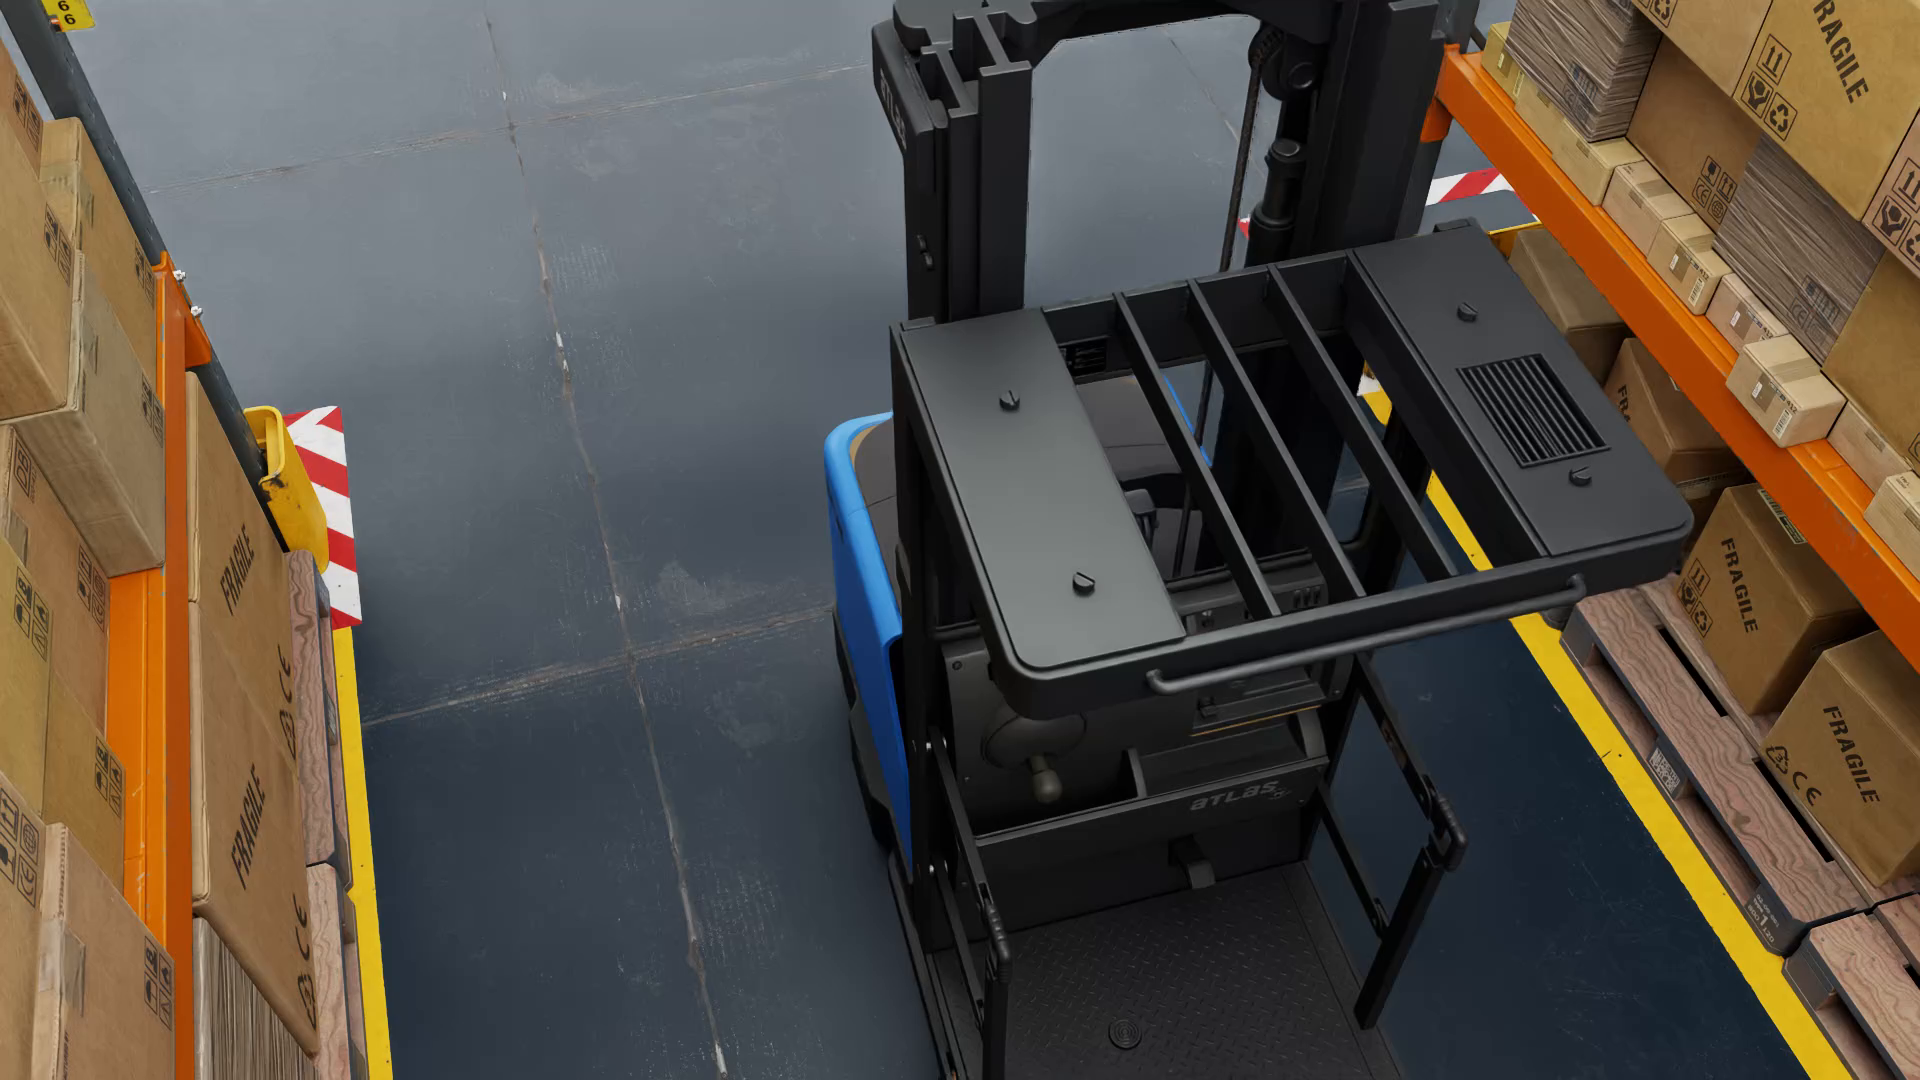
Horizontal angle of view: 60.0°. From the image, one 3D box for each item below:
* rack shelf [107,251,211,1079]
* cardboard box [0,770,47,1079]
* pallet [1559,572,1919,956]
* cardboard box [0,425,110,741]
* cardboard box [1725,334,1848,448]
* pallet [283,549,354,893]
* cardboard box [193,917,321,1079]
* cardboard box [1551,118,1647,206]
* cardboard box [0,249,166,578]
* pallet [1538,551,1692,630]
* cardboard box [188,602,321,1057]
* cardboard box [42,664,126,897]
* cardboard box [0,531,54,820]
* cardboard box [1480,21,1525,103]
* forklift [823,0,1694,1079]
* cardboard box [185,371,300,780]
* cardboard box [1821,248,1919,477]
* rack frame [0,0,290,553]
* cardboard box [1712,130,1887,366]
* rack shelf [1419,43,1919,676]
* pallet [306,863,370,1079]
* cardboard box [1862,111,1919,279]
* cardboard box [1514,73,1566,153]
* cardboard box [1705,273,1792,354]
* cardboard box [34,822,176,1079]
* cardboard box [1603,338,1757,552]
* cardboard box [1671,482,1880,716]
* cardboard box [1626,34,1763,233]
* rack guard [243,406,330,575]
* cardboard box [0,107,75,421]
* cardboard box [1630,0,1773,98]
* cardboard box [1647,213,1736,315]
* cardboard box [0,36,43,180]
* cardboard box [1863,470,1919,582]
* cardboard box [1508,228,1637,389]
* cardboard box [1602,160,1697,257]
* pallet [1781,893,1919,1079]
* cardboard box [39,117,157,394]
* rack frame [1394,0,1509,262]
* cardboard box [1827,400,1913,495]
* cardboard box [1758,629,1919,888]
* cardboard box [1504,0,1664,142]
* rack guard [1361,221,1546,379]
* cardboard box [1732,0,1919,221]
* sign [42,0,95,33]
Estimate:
[{"bbox_3d":[-2.150,0.870,3.525,1.077,0.370,4.000,-13,51,-11],"label":"rack shelf"},{"bbox_3d":[-1.936,0.624,2.458,0.875,0.550,0.550,-13,51,-11],"label":"cardboard box"},{"bbox_3d":[2.613,0.575,5.127,1.003,0.211,1.213,-13,51,-11],"label":"pallet"},{"bbox_3d":[-2.359,0.224,3.501,0.875,0.550,0.550,-13,51,-11],"label":"cardboard box"},{"bbox_3d":[2.235,-0.410,4.298,0.380,0.149,0.250,-13,51,-11],"label":"cardboard box"},{"bbox_3d":[-2.430,0.642,5.071,1.003,0.211,1.213,-13,51,-11],"label":"pallet"},{"bbox_3d":[-1.947,1.515,3.626,0.875,0.875,0.875,-13,51,-11],"label":"cardboard box"},{"bbox_3d":[1.999,-1.154,4.926,0.380,0.149,0.250,-13,51,-11],"label":"cardboard box"},{"bbox_3d":[-2.404,-0.214,3.870,0.875,0.550,0.550,-13,51,-11],"label":"cardboard box"},{"bbox_3d":[2.256,-0.315,5.877,1.003,0.211,1.213,-13,51,-11],"label":"pallet"},{"bbox_3d":[-2.215,0.849,4.187,0.875,0.875,0.875,-14,51,-12],"label":"cardboard box"},{"bbox_3d":[-2.163,0.602,3.183,0.875,0.550,0.500,-13,51,-11],"label":"cardboard box"},{"bbox_3d":[-2.101,0.239,2.782,0.875,0.550,0.500,-13,51,-11],"label":"cardboard box"},{"bbox_3d":[1.884,-1.527,5.240,0.380,0.149,0.250,-13,51,-11],"label":"cardboard box"},{"bbox_3d":[0.483,0.415,3.483,1.130,2.935,3.031,-12,51,-10],"label":"forklift"},{"bbox_3d":[-2.477,0.207,4.729,0.875,0.875,0.875,-13,51,-11],"label":"cardboard box"},{"bbox_3d":[2.669,-0.510,3.958,0.875,0.500,0.500,-13,51,-11],"label":"cardboard box"},{"bbox_3d":[-2.741,-0.823,4.482,1.000,3.000,0.127,-13,51,-11],"label":"rack frame"},{"bbox_3d":[2.533,-0.878,4.268,0.875,0.500,0.500,-13,51,-11],"label":"cardboard box"},{"bbox_3d":[2.619,-0.178,4.409,1.077,0.370,4.000,-13,51,-11],"label":"rack shelf"},{"bbox_3d":[-2.073,1.532,4.321,1.003,0.211,1.213,-13,51,-11],"label":"pallet"},{"bbox_3d":[2.373,-0.762,3.517,0.500,0.500,0.500,-13,51,-11],"label":"cardboard box"},{"bbox_3d":[1.939,-1.340,5.082,0.380,0.149,0.250,-13,51,-11],"label":"cardboard box"},{"bbox_3d":[2.260,-0.616,4.472,0.380,0.149,0.250,-13,51,-11],"label":"cardboard box"},{"bbox_3d":[-1.910,0.966,2.876,0.875,0.550,0.550,-13,51,-11],"label":"cardboard box"},{"bbox_3d":[2.405,-0.311,5.411,0.500,0.500,0.500,-2,50,-1],"label":"cardboard box"},{"bbox_3d":[2.572,0.150,5.022,0.500,0.500,0.500,-9,50,-8],"label":"cardboard box"},{"bbox_3d":[2.426,-1.253,4.584,0.875,0.500,0.500,-13,51,-11],"label":"cardboard box"},{"bbox_3d":[-2.748,-0.035,5.452,1.175,0.500,0.348,-13,51,-11],"label":"rack guard"},{"bbox_3d":[-2.417,-0.559,3.455,0.875,0.550,0.550,-13,51,-11],"label":"cardboard box"},{"bbox_3d":[2.071,-1.491,4.131,0.500,0.500,0.500,-13,51,-11],"label":"cardboard box"},{"bbox_3d":[2.160,-0.792,4.620,0.380,0.149,0.250,-13,51,-11],"label":"cardboard box"},{"bbox_3d":[-2.668,-0.939,3.776,0.875,0.550,0.550,-13,51,-11],"label":"cardboard box"},{"bbox_3d":[2.436,-0.057,4.001,0.380,0.149,0.250,-13,51,-11],"label":"cardboard box"},{"bbox_3d":[2.196,-0.740,5.772,0.500,0.500,0.500,-5,50,-4],"label":"cardboard box"},{"bbox_3d":[2.093,-0.977,4.776,0.380,0.149,0.250,-13,51,-11],"label":"cardboard box"},{"bbox_3d":[2.978,1.467,4.375,1.003,0.211,1.213,-13,51,-11],"label":"pallet"},{"bbox_3d":[-2.588,-0.610,4.205,0.875,0.550,0.550,-13,51,-11],"label":"cardboard box"},{"bbox_3d":[2.027,-1.870,5.365,1.000,3.000,0.127,-13,51,-11],"label":"rack frame"},{"bbox_3d":[2.435,-0.257,4.169,0.380,0.149,0.250,-13,51,-11],"label":"cardboard box"},{"bbox_3d":[2.695,0.568,4.670,0.500,0.500,0.500,-17,52,-14],"label":"cardboard box"},{"bbox_3d":[2.163,-1.591,4.869,0.875,0.500,0.500,-13,51,-11],"label":"cardboard box"},{"bbox_3d":[2.050,-1.009,6.274,1.175,0.500,0.348,-13,51,-11],"label":"rack guard"},{"bbox_3d":[2.220,-1.126,3.823,0.500,0.500,0.500,-13,51,-11],"label":"cardboard box"},{"bbox_3d":[-2.219,-1.385,4.043,0.100,0.325,0.005,-13,51,-11],"label":"sign"}]
